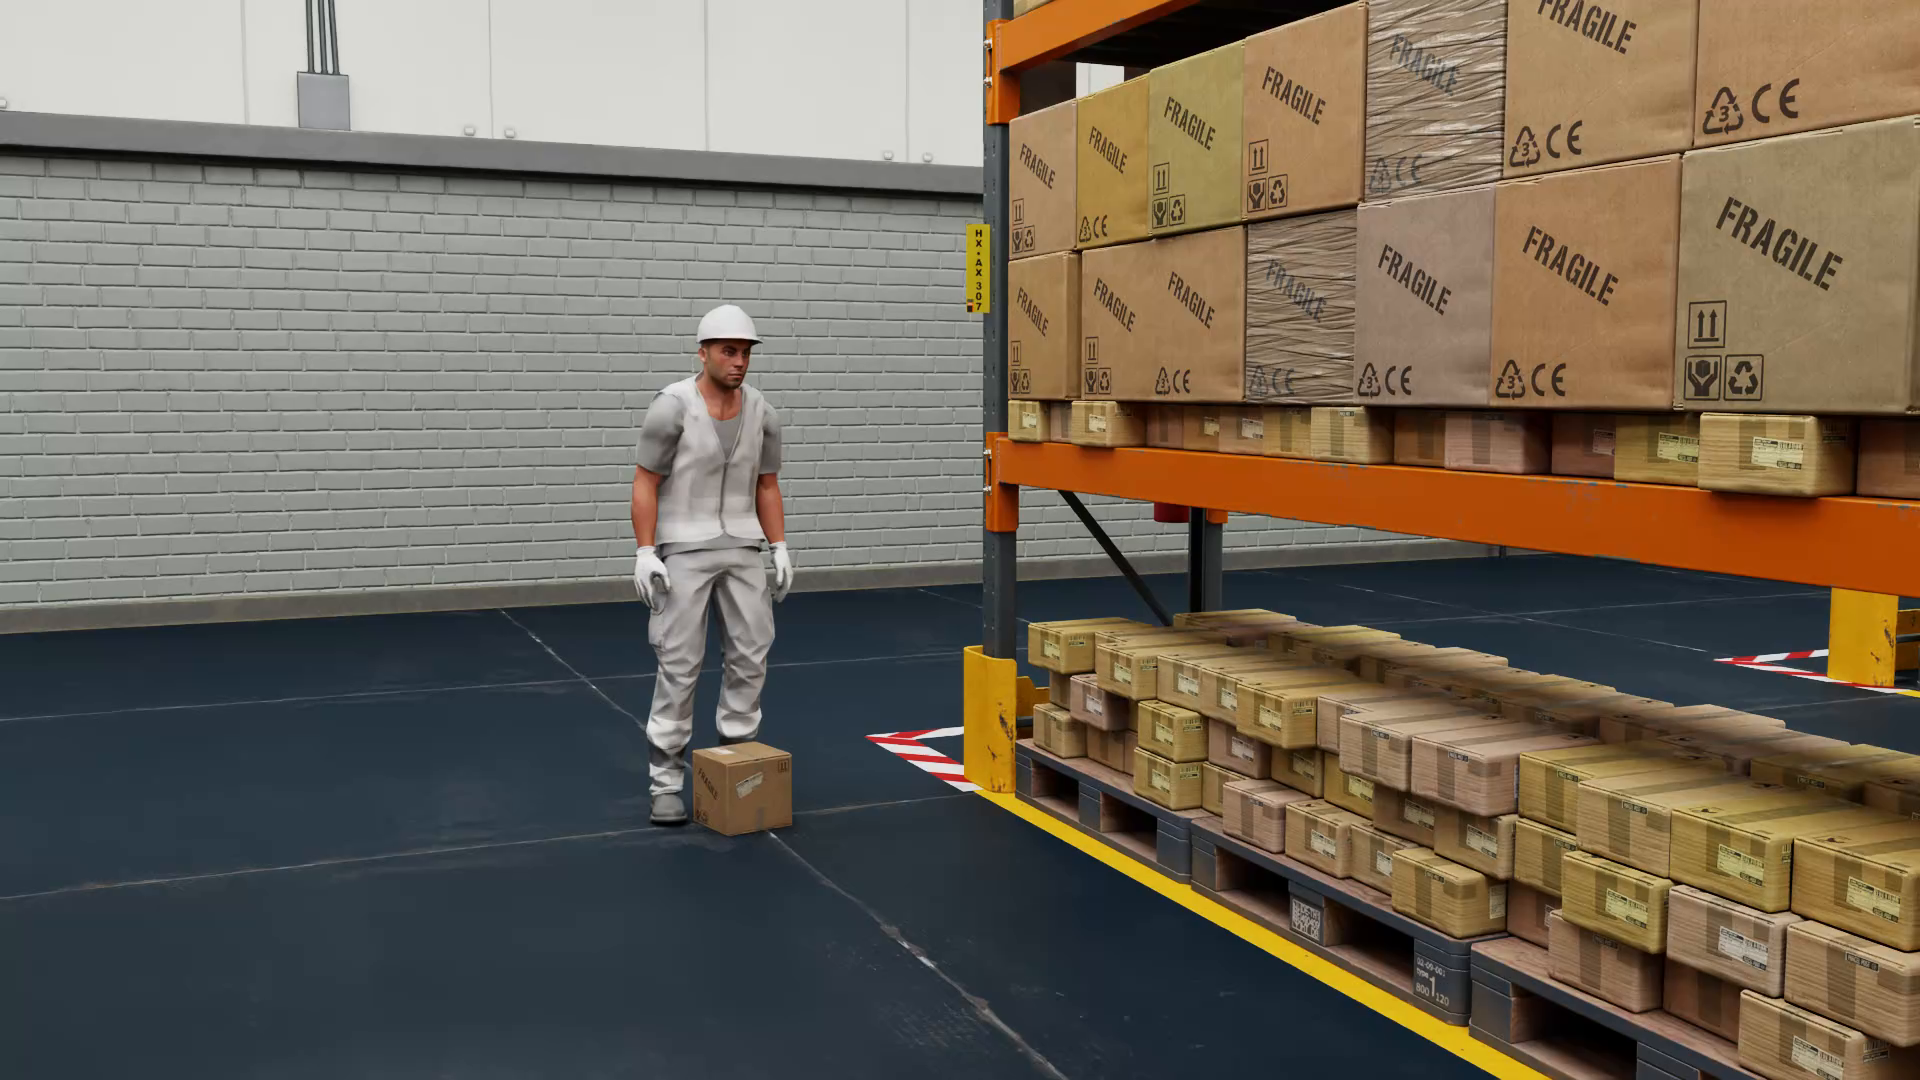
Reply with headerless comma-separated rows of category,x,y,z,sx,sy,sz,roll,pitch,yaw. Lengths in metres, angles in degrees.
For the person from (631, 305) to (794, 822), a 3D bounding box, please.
person,-0.859,0.073,5.839,0.614,1.778,0.452,-4,6,-34
